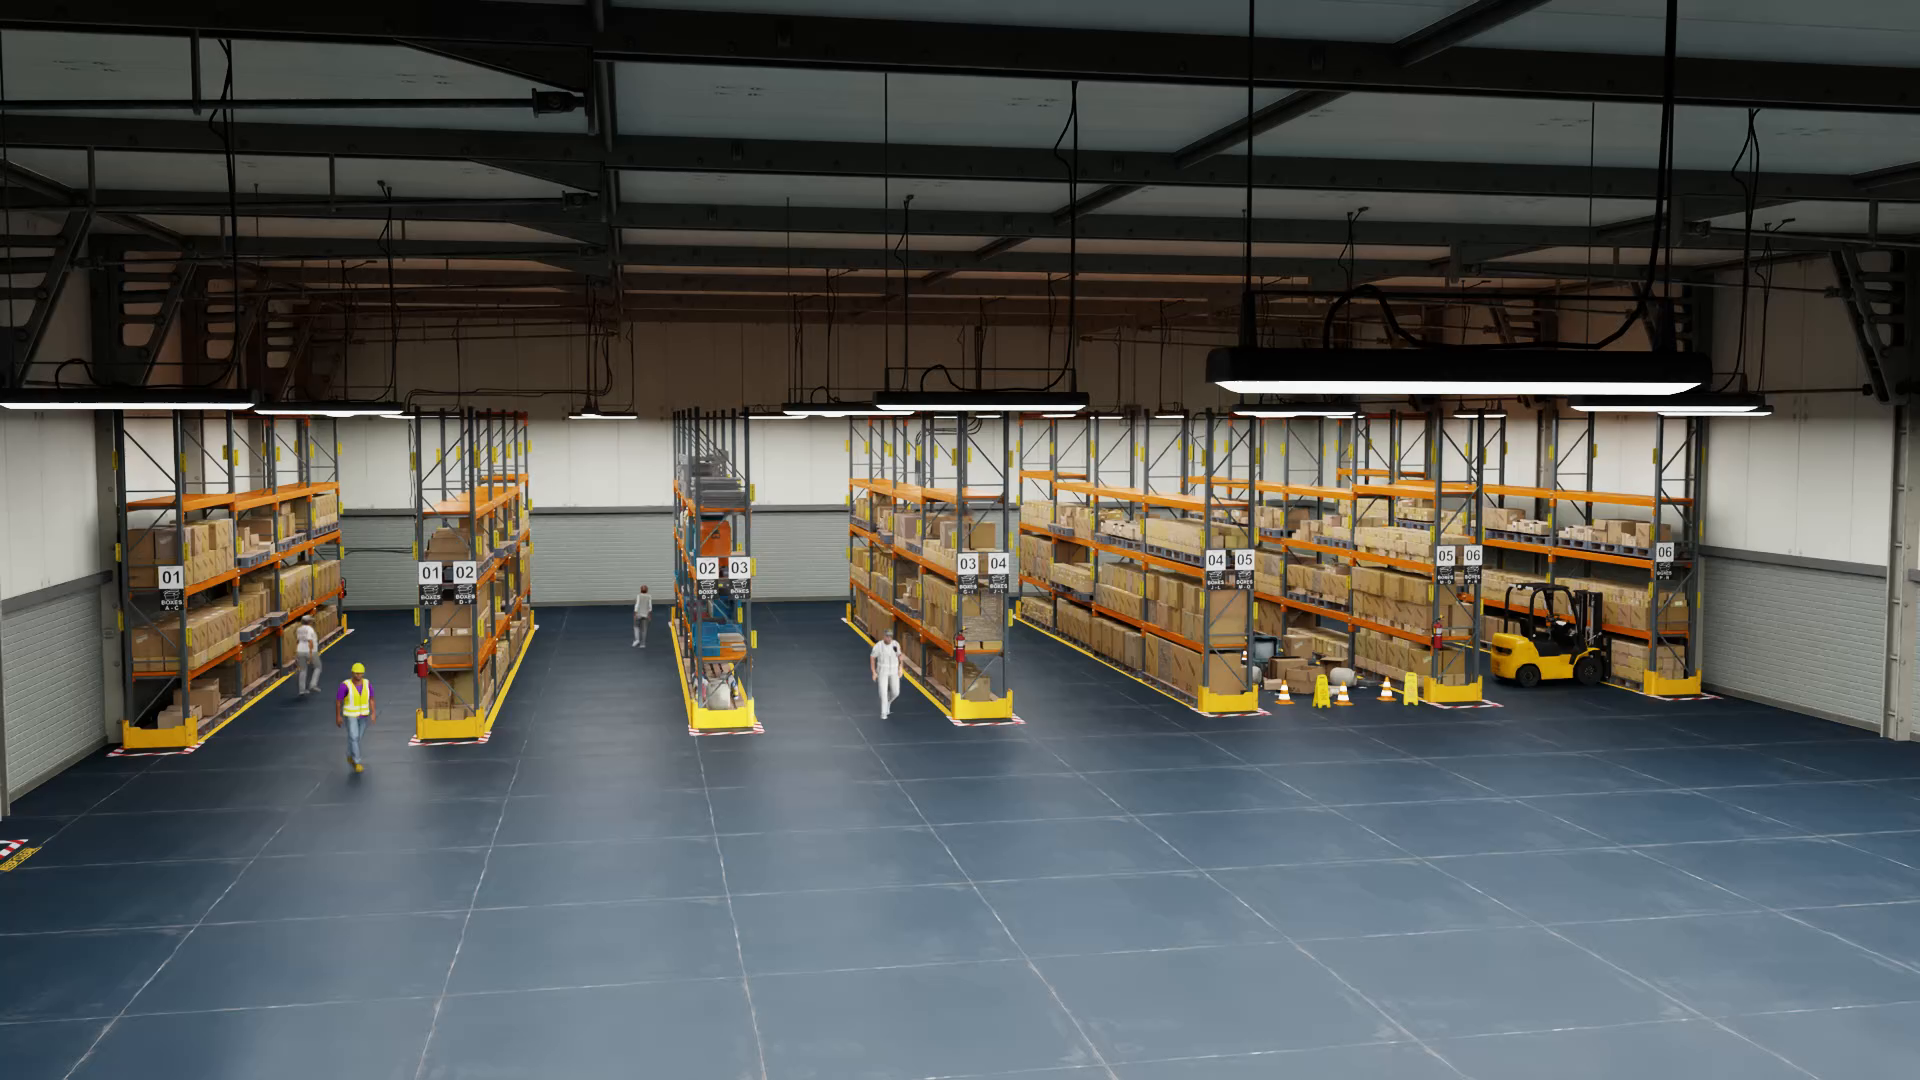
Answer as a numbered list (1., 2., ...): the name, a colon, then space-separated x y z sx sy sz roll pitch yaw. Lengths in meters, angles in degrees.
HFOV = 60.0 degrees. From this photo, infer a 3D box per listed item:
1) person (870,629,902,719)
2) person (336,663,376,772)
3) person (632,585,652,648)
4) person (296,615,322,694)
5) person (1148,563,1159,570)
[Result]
1. person: -1.442 2.567 32.310 0.640 1.745 0.611 -1 4 -19
2. person: -9.925 2.885 27.411 0.951 1.718 0.593 3 5 40
3. person: -8.038 1.983 42.050 0.510 1.490 0.375 -1 4 -13
4. person: -13.738 2.404 34.980 0.507 1.651 0.538 0 4 6
5. person: 6.127 1.131 52.897 0.484 1.702 0.486 -3 5 -38
